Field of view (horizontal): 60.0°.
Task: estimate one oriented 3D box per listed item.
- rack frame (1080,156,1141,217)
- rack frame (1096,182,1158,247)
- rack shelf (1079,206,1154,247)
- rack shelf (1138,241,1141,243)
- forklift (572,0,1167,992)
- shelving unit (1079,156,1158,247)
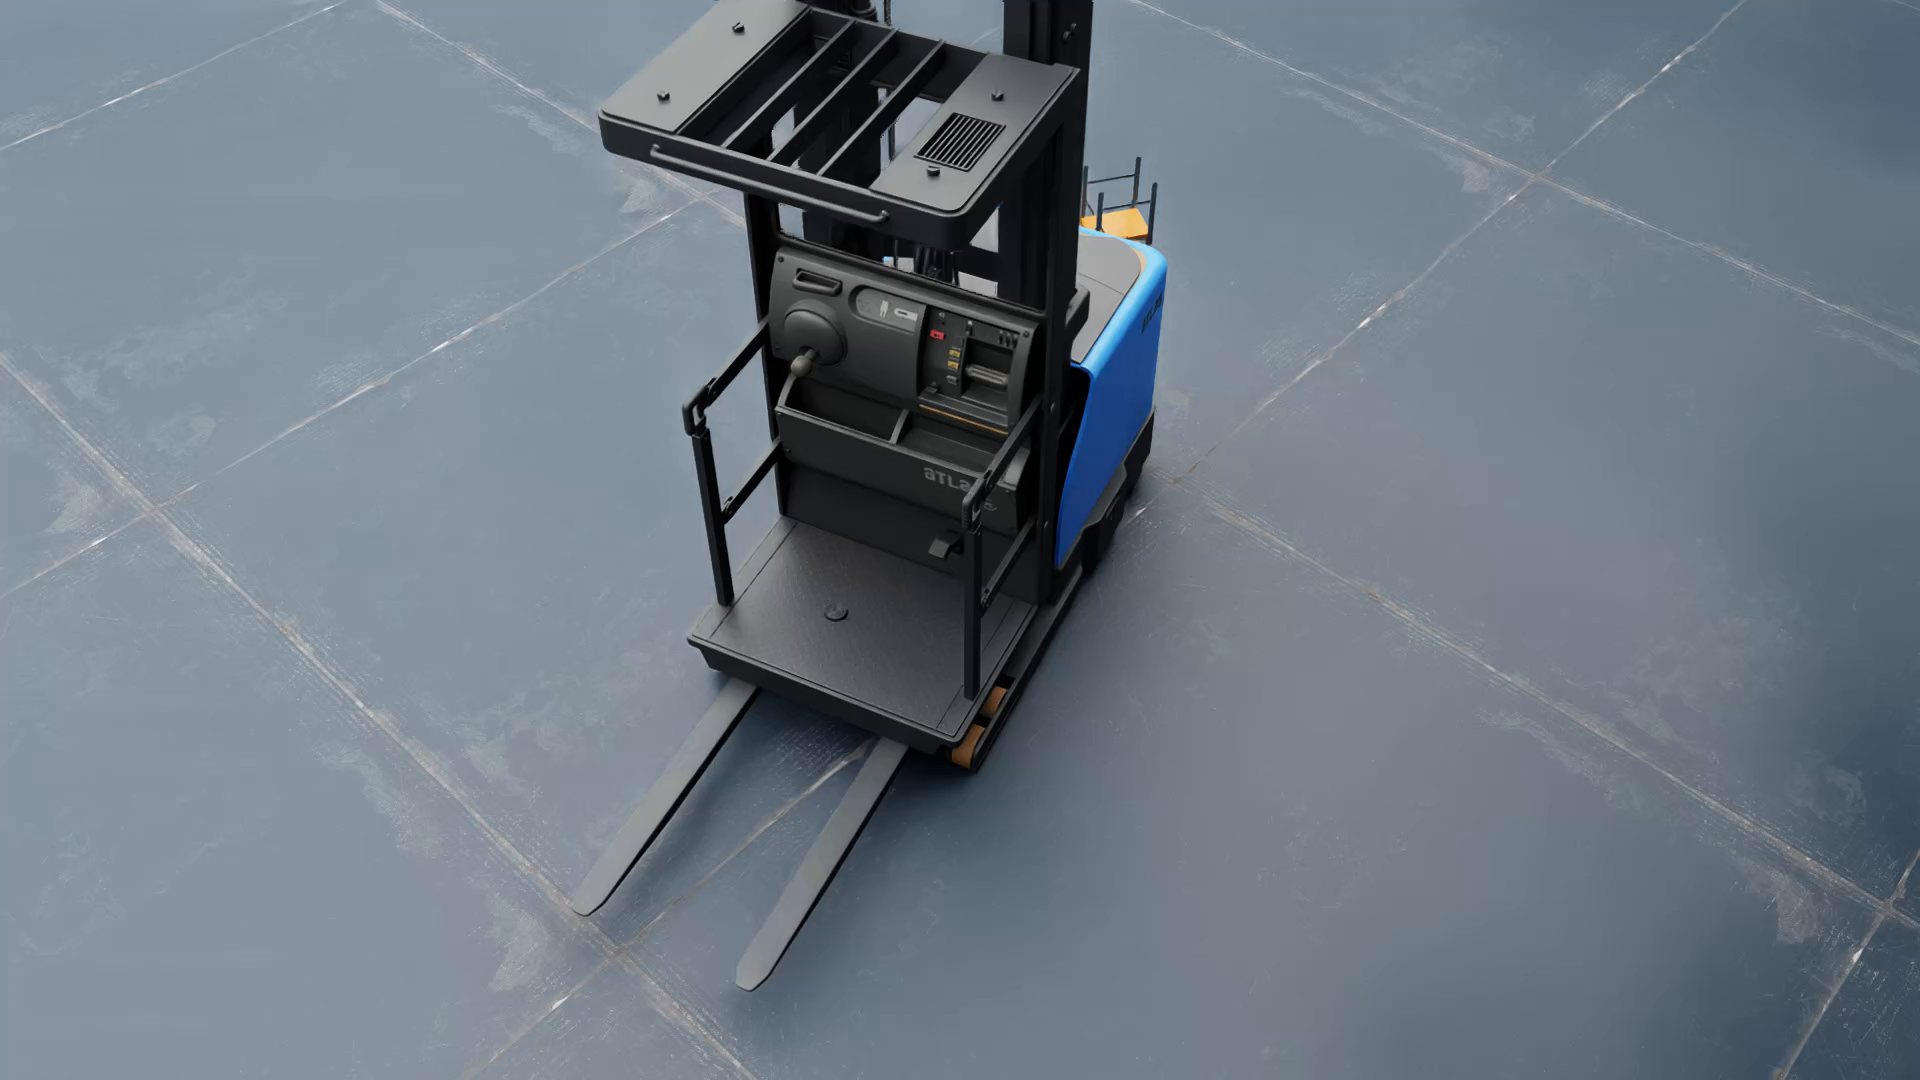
[{"bbox_3d":[0.595,-1.068,6.930,0.240,1.200,0.006,-12,48,-11],"label":"rack frame"},{"bbox_3d":[0.645,-0.940,6.809,0.240,1.200,0.006,-12,48,-11],"label":"rack frame"},{"bbox_3d":[0.620,-1.220,6.639,0.258,0.103,0.180,-12,48,-11],"label":"rack shelf"},{"bbox_3d":[0.620,-1.138,6.727,0.258,0.103,0.180,-12,48,-11],"label":"rack shelf"},{"bbox_3d":[-0.291,-0.554,5.260,1.130,2.935,3.031,19,50,17],"label":"forklift"},{"bbox_3d":[0.620,-1.004,6.870,0.258,1.200,0.189,-12,48,-11],"label":"shelving unit"}]
